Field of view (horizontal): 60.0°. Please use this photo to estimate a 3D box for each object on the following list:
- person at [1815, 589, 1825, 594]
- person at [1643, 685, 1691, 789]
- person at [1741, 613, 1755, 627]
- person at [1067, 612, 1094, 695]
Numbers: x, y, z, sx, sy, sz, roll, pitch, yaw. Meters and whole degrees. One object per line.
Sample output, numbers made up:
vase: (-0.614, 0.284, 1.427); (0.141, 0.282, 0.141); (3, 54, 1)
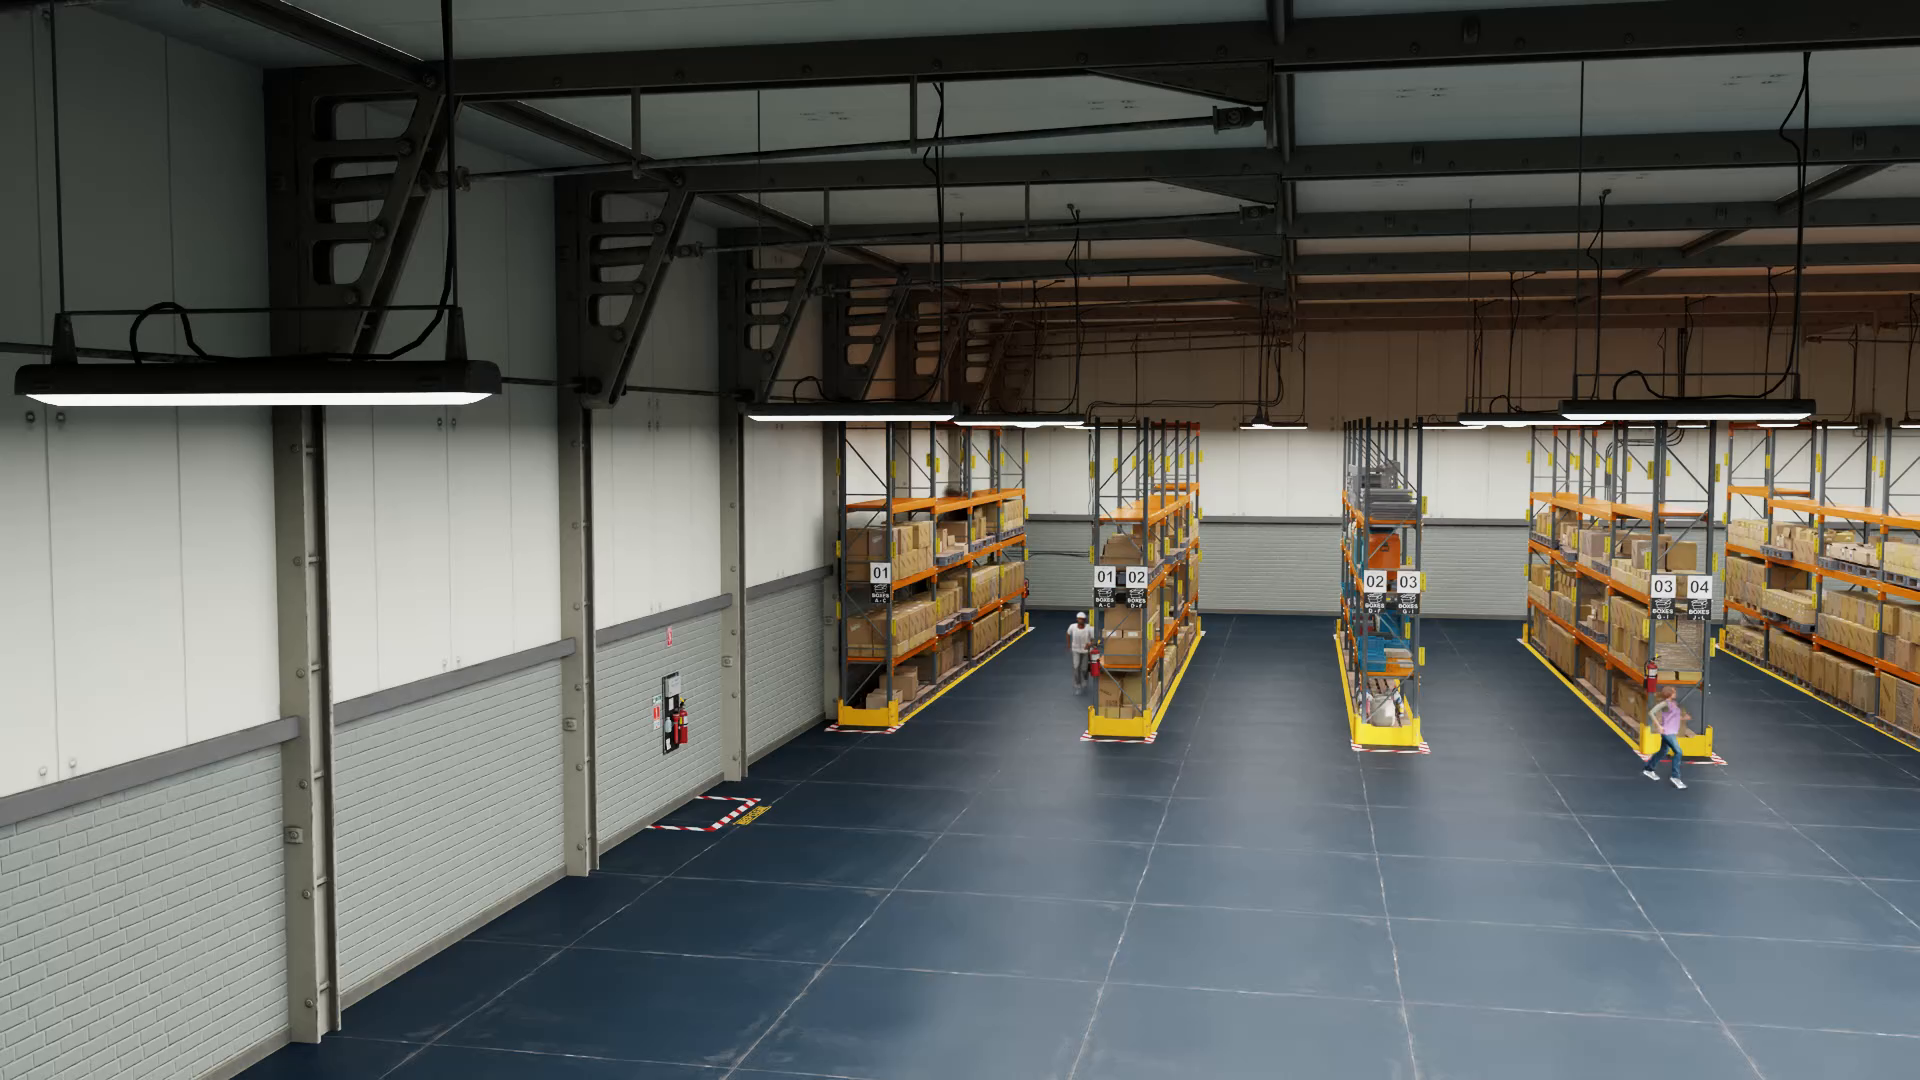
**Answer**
person: (22.236, 2.099, 42.987); (0.543, 1.720, 1.078); (1, 4, 15)
person: (11.448, 3.177, 26.925); (0.733, 1.629, 0.510); (3, 5, 36)
person: (21.461, 1.958, 45.145); (0.569, 1.685, 0.712); (1, 4, 8)
person: (2.677, 2.485, 36.628); (0.705, 1.811, 0.900); (1, 4, 11)
